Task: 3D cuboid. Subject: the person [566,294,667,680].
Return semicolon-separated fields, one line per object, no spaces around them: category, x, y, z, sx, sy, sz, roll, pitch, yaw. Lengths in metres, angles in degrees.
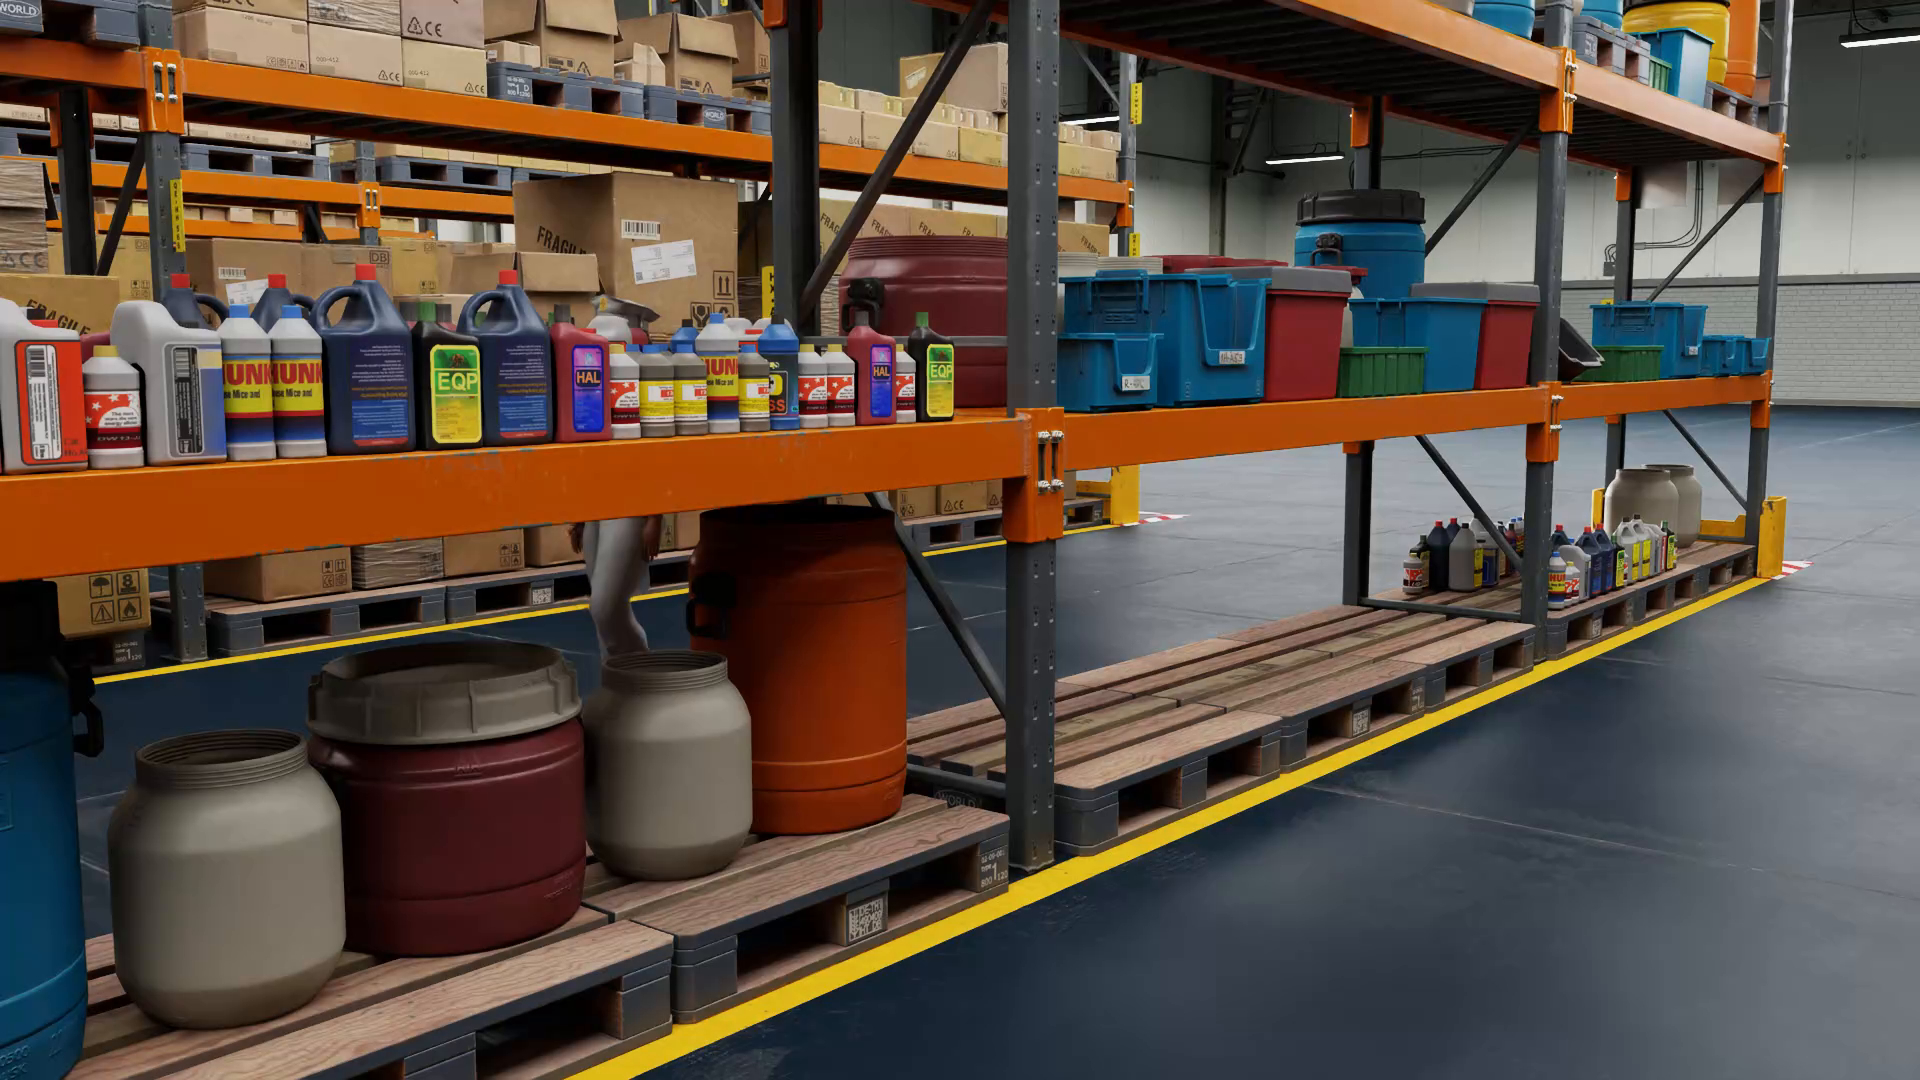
person;-1.328;-0.072;6.397;0.398;1.718;0.480;-6;9;-41
